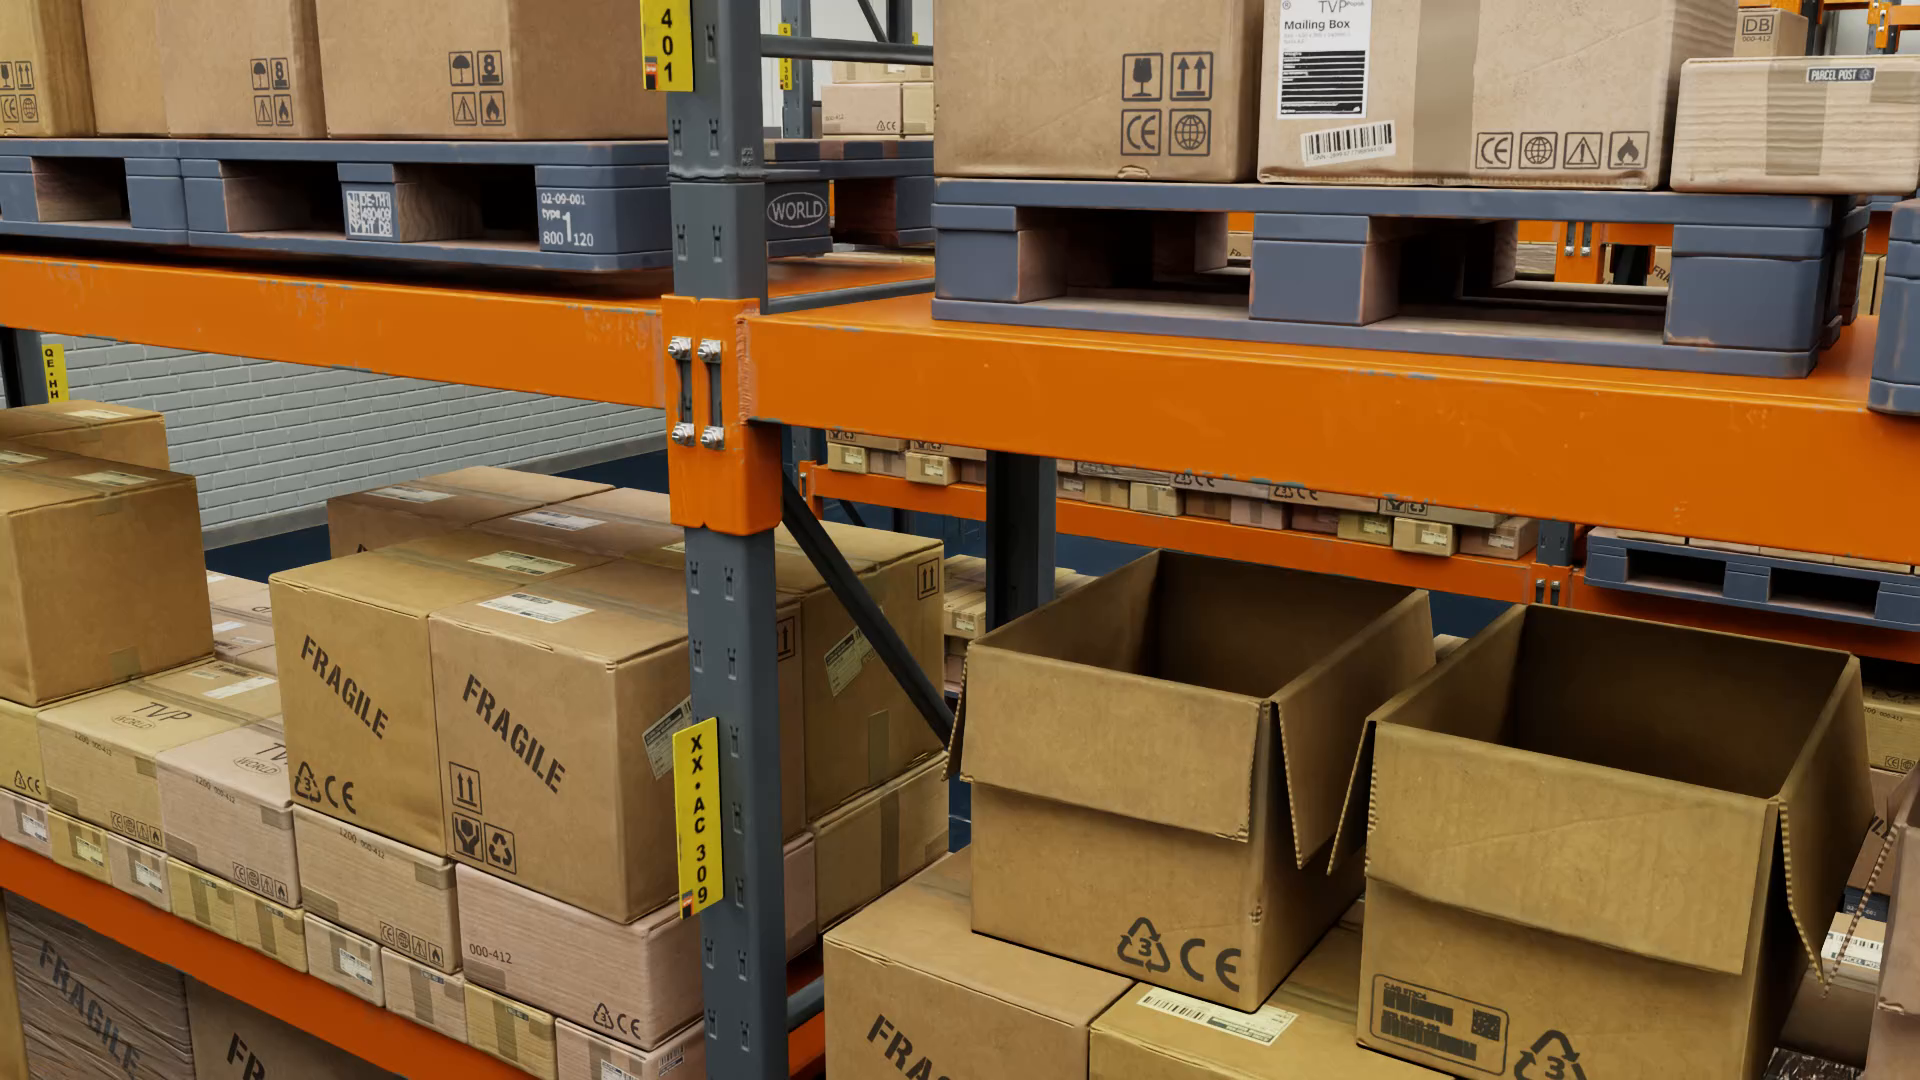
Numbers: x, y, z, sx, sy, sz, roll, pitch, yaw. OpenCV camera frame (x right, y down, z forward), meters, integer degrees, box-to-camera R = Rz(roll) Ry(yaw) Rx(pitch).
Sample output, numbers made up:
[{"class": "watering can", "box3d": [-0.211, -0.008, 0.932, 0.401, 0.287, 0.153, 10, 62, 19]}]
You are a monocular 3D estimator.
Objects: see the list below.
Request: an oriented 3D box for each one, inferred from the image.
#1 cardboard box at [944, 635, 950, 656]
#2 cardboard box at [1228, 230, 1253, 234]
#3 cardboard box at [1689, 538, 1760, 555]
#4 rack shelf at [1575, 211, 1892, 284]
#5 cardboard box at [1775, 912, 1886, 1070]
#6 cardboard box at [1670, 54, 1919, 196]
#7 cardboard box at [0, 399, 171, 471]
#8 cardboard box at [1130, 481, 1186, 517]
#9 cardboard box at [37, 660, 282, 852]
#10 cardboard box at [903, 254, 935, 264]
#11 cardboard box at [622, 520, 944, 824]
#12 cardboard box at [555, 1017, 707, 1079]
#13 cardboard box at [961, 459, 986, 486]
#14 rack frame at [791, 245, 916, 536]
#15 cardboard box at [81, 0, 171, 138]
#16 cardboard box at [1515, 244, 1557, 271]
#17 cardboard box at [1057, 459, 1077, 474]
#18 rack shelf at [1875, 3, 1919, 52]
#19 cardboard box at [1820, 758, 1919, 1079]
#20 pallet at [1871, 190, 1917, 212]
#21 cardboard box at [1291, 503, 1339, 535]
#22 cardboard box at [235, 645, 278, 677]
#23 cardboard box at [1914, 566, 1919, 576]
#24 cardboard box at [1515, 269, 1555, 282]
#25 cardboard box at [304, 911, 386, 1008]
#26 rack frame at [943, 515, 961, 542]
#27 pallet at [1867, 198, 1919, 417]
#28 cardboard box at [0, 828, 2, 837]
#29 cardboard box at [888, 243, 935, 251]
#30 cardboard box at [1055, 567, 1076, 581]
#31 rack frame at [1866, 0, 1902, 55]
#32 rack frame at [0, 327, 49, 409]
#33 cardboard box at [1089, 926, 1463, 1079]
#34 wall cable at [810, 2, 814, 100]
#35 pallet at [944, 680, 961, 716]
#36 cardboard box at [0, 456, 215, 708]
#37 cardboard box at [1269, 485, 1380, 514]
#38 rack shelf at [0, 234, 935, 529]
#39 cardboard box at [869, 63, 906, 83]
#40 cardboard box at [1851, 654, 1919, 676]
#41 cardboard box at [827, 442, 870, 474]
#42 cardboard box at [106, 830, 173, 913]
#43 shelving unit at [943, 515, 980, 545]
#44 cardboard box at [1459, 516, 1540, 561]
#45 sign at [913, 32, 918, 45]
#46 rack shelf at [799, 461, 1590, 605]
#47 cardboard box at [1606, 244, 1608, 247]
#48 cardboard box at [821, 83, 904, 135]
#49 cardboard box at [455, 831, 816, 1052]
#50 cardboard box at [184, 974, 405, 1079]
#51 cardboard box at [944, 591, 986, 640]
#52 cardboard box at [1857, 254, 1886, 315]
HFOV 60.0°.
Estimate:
[{"class": "cardboard box", "box3d": [-0.104, 0.502, 8.993, 0.250, 0.149, 0.380, 9, 17, 33]}, {"class": "cardboard box", "box3d": [2.227, -2.450, 12.837, 0.250, 0.149, 0.380, 10, 17, 34]}, {"class": "cardboard box", "box3d": [3.031, -0.068, 6.504, 0.250, 0.149, 0.380, 9, 17, 34]}, {"class": "rack shelf", "box3d": [4.387, -1.005, 5.896, 4.000, 0.370, 1.077, 9, 17, 33]}, {"class": "cardboard box", "box3d": [1.260, 0.905, 2.717, 0.500, 0.500, 0.500, 9, 16, 32]}, {"class": "cardboard box", "box3d": [1.028, -0.500, 2.005, 0.250, 0.149, 0.380, 8, 16, 31]}, {"class": "cardboard box", "box3d": [-2.892, -0.150, 5.321, 0.500, 0.500, 0.500, 9, 17, 33]}, {"class": "cardboard box", "box3d": [1.023, -0.232, 8.039, 0.250, 0.149, 0.380, 10, 17, 34]}, {"class": "cardboard box", "box3d": [-1.910, 0.524, 4.156, 0.500, 0.250, 0.500, 9, 16, 32]}, {"class": "cardboard box", "box3d": [0.055, -1.202, 8.528, 0.500, 0.500, 0.500, 10, 17, 34]}, {"class": "cardboard box", "box3d": [-0.379, 0.258, 3.671, 0.500, 0.500, 0.500, 9, 17, 33]}, {"class": "cardboard box", "box3d": [-0.560, 0.955, 3.245, 0.250, 0.149, 0.380, 9, 17, 33]}, {"class": "cardboard box", "box3d": [0.214, -0.392, 8.688, 0.250, 0.149, 0.380, 10, 17, 35]}, {"class": "rack frame", "box3d": [-0.591, -0.703, 9.421, 0.127, 3.000, 1.000, 9, 17, 33]}, {"class": "cardboard box", "box3d": [-1.605, -1.213, 3.947, 0.500, 0.500, 0.700, 10, 17, 35]}, {"class": "cardboard box", "box3d": [4.017, -1.845, 11.746, 0.500, 0.500, 0.500, 9, 17, 34]}, {"class": "cardboard box", "box3d": [0.485, -0.646, 8.362, 0.500, 0.500, 0.500, 9, 17, 34]}, {"class": "rack shelf", "box3d": [9.833, -4.258, 13.626, 4.000, 0.370, 1.077, 9, 17, 33]}, {"class": "cardboard box", "box3d": [1.498, 0.532, 2.136, 0.637, 0.503, 0.797, 10, 17, 35]}, {"class": "pallet", "box3d": [3.181, -1.427, 6.496, 1.003, 0.211, 1.213, 9, 17, 33]}, {"class": "cardboard box", "box3d": [1.722, -0.145, 7.690, 0.250, 0.149, 0.380, 9, 16, 31]}, {"class": "cardboard box", "box3d": [-1.616, 0.418, 4.584, 0.500, 0.250, 0.500, 9, 17, 33]}, {"class": "cardboard box", "box3d": [3.656, 0.034, 6.091, 0.250, 0.149, 0.380, 8, 16, 30]}, {"class": "cardboard box", "box3d": [2.489, -0.954, 7.527, 0.500, 0.500, 0.500, 10, 17, 34]}, {"class": "cardboard box", "box3d": [-1.200, 0.852, 3.663, 0.250, 0.149, 0.380, 10, 17, 34]}, {"class": "rack frame", "box3d": [-0.064, -0.593, 12.721, 0.006, 1.200, 0.240, 9, 17, 33]}, {"class": "pallet", "box3d": [1.701, -0.244, 1.718, 1.213, 0.211, 1.003, 10, 17, 35]}, {"class": "cardboard box", "box3d": [-2.479, 0.645, 4.498, 0.250, 0.149, 0.380, 9, 16, 32]}, {"class": "cardboard box", "box3d": [-0.073, -1.370, 9.205, 0.500, 0.500, 0.500, 9, 16, 32]}, {"class": "cardboard box", "box3d": [0.452, 0.263, 9.339, 0.250, 0.149, 0.380, 9, 16, 32]}, {"class": "rack frame", "box3d": [8.174, -5.069, 14.575, 0.127, 3.000, 1.000, 9, 17, 33]}, {"class": "rack frame", "box3d": [-3.443, 0.272, 5.481, 0.127, 3.000, 1.000, 9, 17, 33]}, {"class": "cardboard box", "box3d": [0.536, 0.939, 2.579, 0.500, 0.500, 0.500, 9, 17, 33]}, {"class": "wall cable", "box3d": [-0.782, -6.041, 18.420, 0.133, 3.039, 2.988, 9, 17, 33]}, {"class": "pallet", "box3d": [0.126, 0.777, 9.246, 1.213, 0.211, 1.003, 9, 17, 33]}, {"class": "cardboard box", "box3d": [-2.348, 0.090, 4.349, 0.500, 0.500, 0.500, 9, 16, 31]}, {"class": "cardboard box", "box3d": [1.738, -0.438, 7.523, 0.500, 0.500, 0.500, 9, 16, 31]}, {"class": "rack shelf", "box3d": [-1.784, -0.566, 4.123, 4.000, 0.370, 1.077, 9, 17, 33]}, {"class": "cardboard box", "box3d": [-0.248, -2.396, 8.459, 0.250, 0.149, 0.380, 10, 17, 35]}, {"class": "cardboard box", "box3d": [3.906, 0.600, 6.925, 0.500, 0.250, 0.500, 10, 17, 35]}, {"class": "cardboard box", "box3d": [-0.505, -0.472, 9.012, 0.250, 0.149, 0.380, 9, 17, 32]}, {"class": "cardboard box", "box3d": [-1.837, 0.749, 4.080, 0.250, 0.149, 0.380, 10, 17, 34]}, {"class": "shelving unit", "box3d": [0.012, -0.580, 12.671, 0.189, 1.200, 0.258, 9, 17, 33]}, {"class": "cardboard box", "box3d": [2.360, -0.036, 7.250, 0.250, 0.149, 0.380, 9, 16, 32]}, {"class": "sign", "box3d": [-0.265, -2.697, 9.390, 0.005, 0.325, 0.100, 9, 17, 33]}, {"class": "rack shelf", "box3d": [1.068, -0.086, 8.424, 4.000, 0.370, 1.077, 9, 17, 33]}, {"class": "cardboard box", "box3d": [4.394, -2.117, 11.492, 0.250, 0.149, 0.380, 9, 17, 32]}, {"class": "cardboard box", "box3d": [-0.364, -2.217, 8.566, 0.500, 0.250, 0.500, 9, 17, 34]}, {"class": "cardboard box", "box3d": [-0.637, 0.730, 3.324, 0.500, 0.250, 0.500, 9, 16, 32]}, {"class": "cardboard box", "box3d": [-1.374, 1.411, 4.428, 0.875, 0.875, 0.875, 9, 17, 33]}, {"class": "cardboard box", "box3d": [0.087, 0.398, 8.792, 0.250, 0.149, 0.380, 9, 17, 33]}, {"class": "cardboard box", "box3d": [5.611, -1.585, 10.694, 0.500, 0.500, 0.500, 9, 17, 33]}]
